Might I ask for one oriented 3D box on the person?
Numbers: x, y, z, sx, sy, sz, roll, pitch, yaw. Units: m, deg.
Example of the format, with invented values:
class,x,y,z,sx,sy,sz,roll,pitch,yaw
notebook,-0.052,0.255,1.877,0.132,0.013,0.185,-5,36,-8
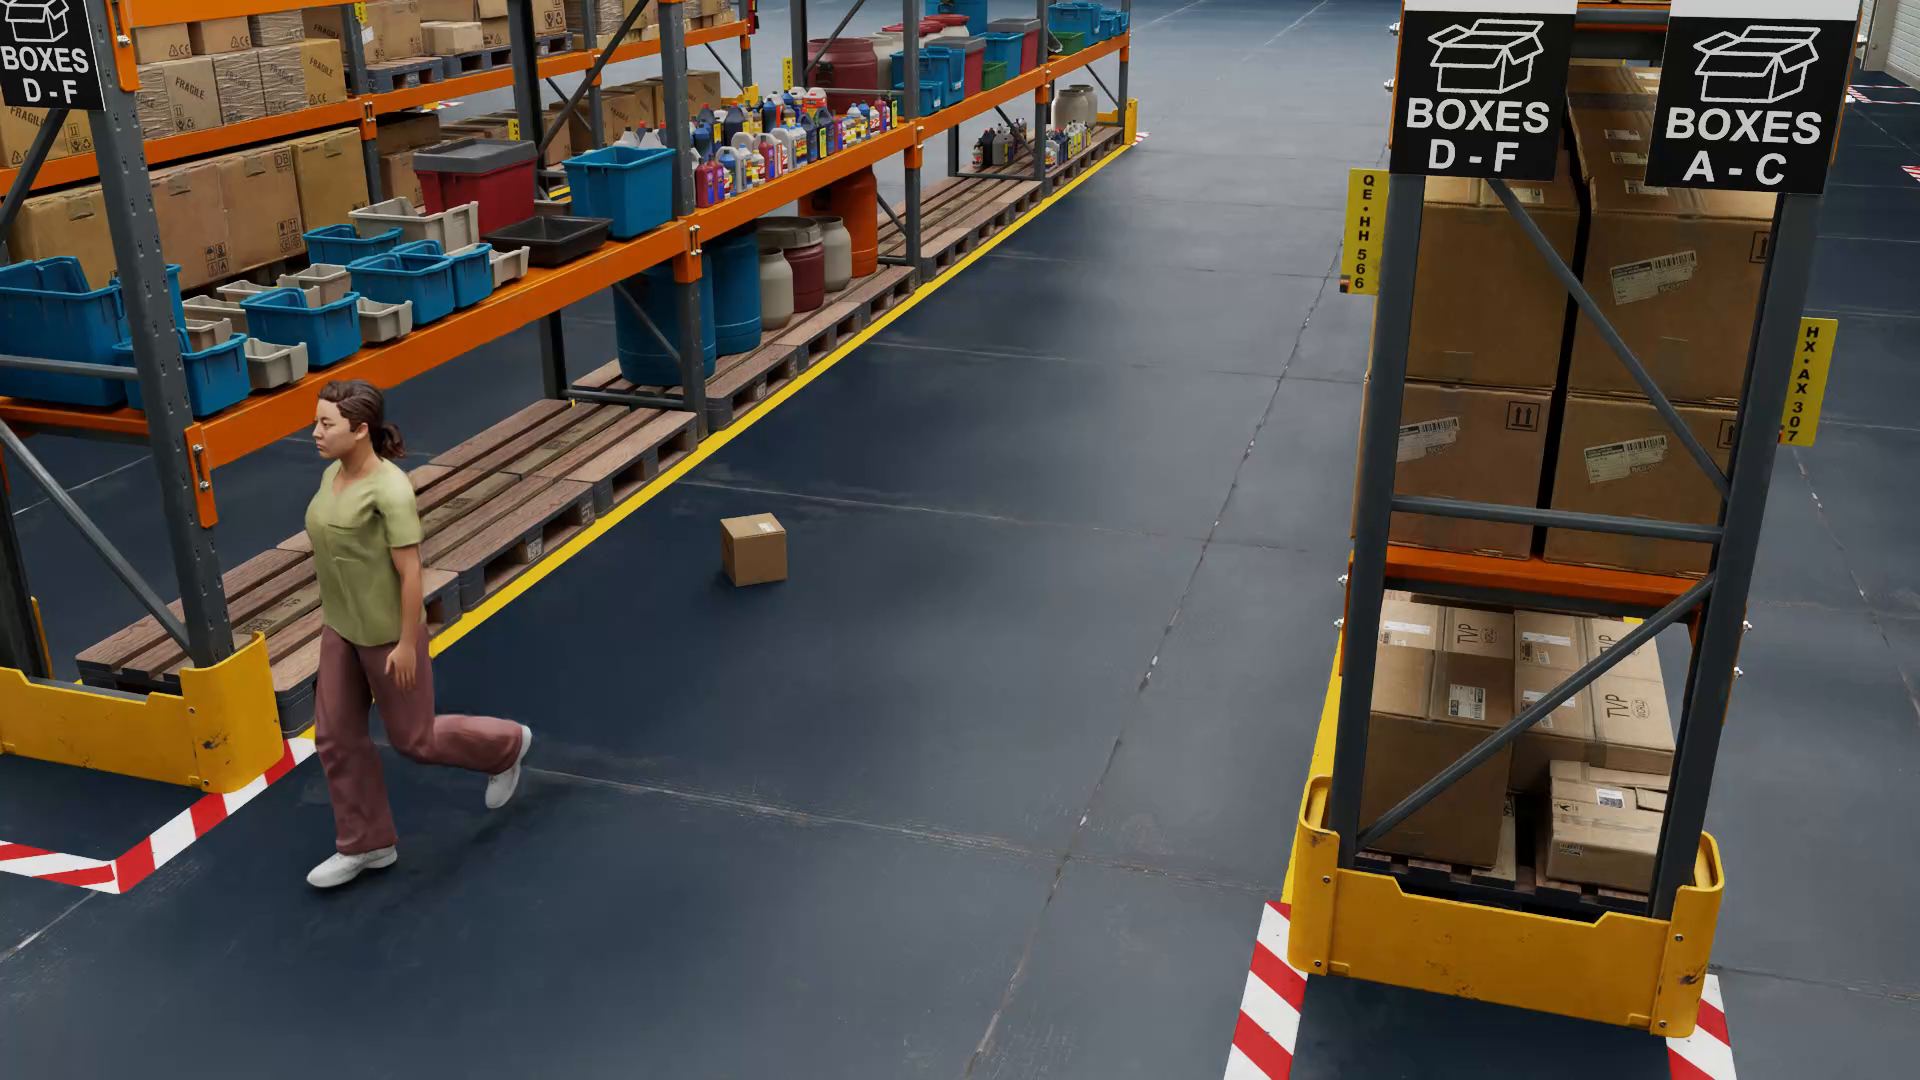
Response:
class,x,y,z,sx,sy,sz,roll,pitch,yaw
person,-1.842,0.271,5.398,0.474,1.639,0.834,15,27,33
